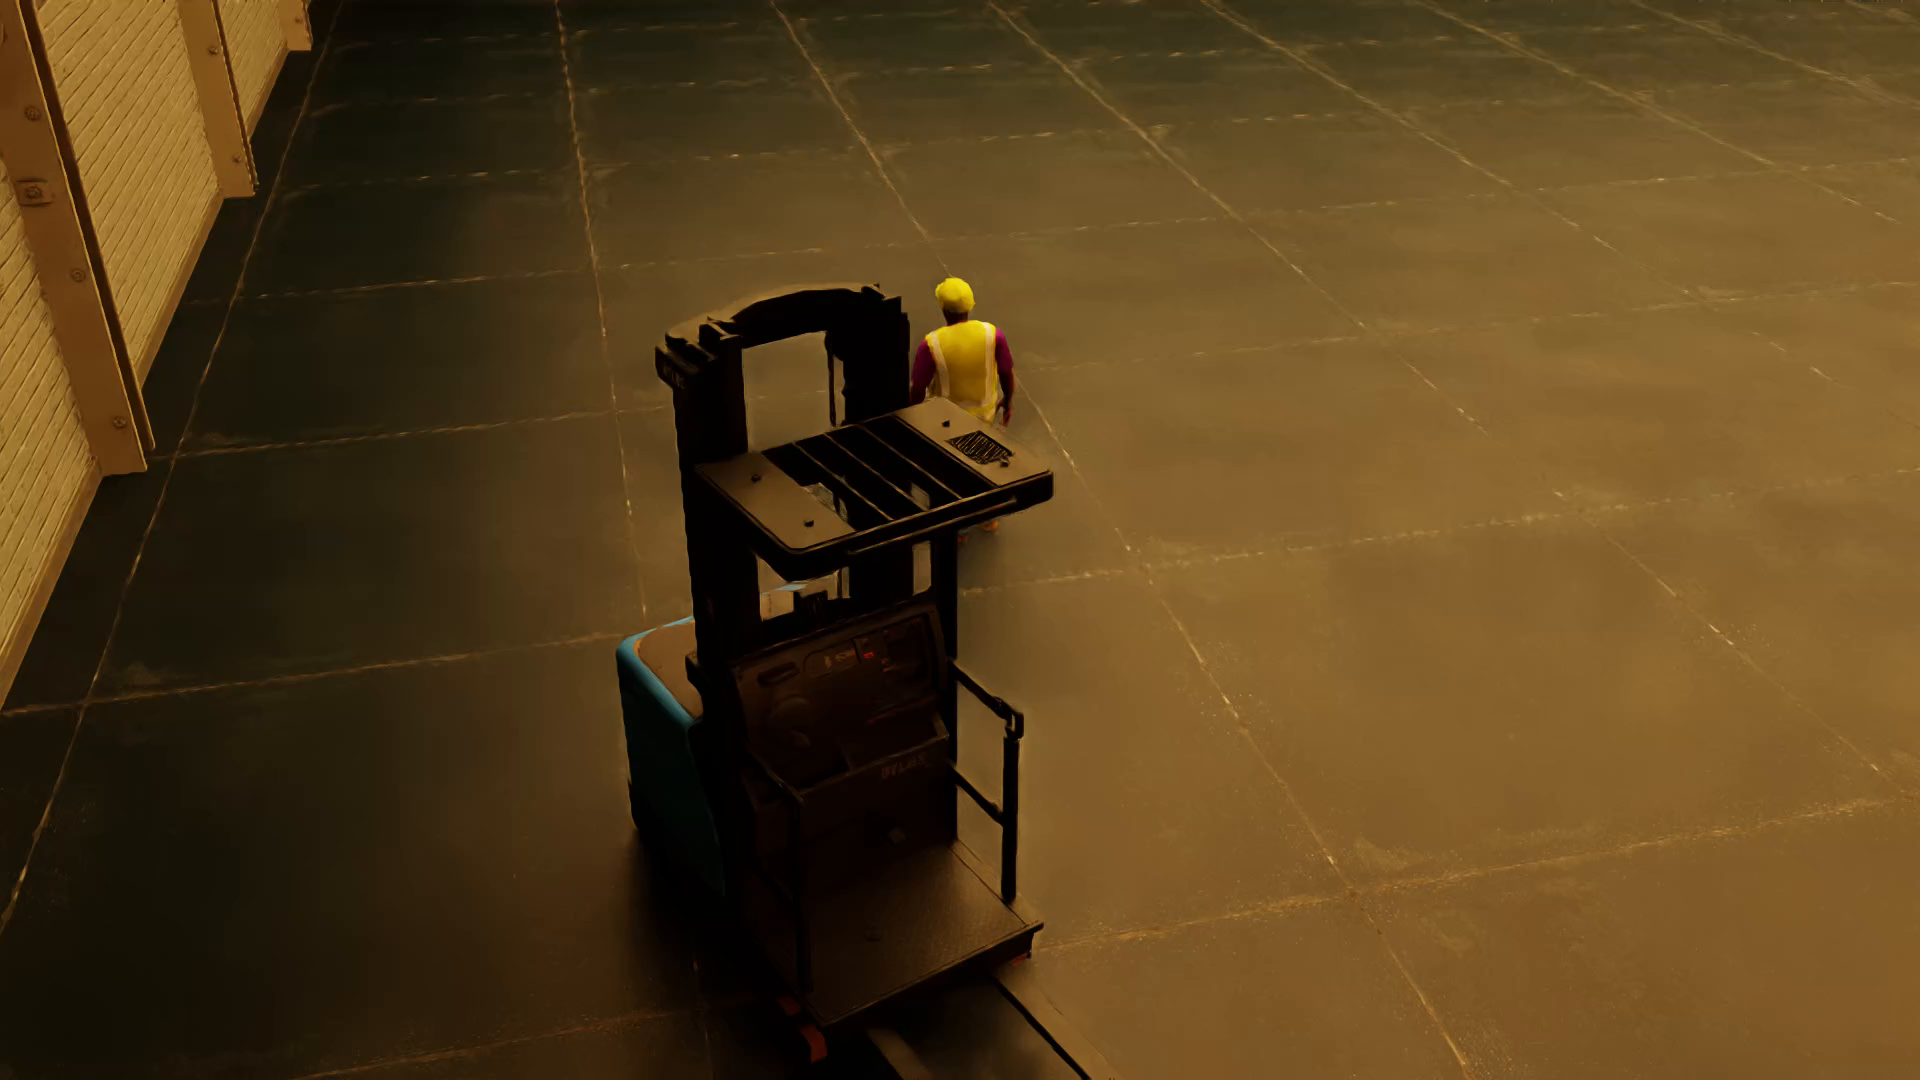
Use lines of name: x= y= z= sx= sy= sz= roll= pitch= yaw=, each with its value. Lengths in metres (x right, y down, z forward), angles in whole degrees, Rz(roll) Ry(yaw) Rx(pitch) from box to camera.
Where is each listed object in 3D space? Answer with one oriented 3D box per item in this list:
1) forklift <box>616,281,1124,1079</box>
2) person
forklift: x=-0.351 y=0.598 z=6.542 sx=1.130 sy=2.935 sz=3.031 roll=-18 pitch=35 yaw=-29
person: x=-0.011 y=-0.805 z=10.114 sx=0.665 sy=1.766 sz=0.576 roll=-7 pitch=31 yaw=-12
